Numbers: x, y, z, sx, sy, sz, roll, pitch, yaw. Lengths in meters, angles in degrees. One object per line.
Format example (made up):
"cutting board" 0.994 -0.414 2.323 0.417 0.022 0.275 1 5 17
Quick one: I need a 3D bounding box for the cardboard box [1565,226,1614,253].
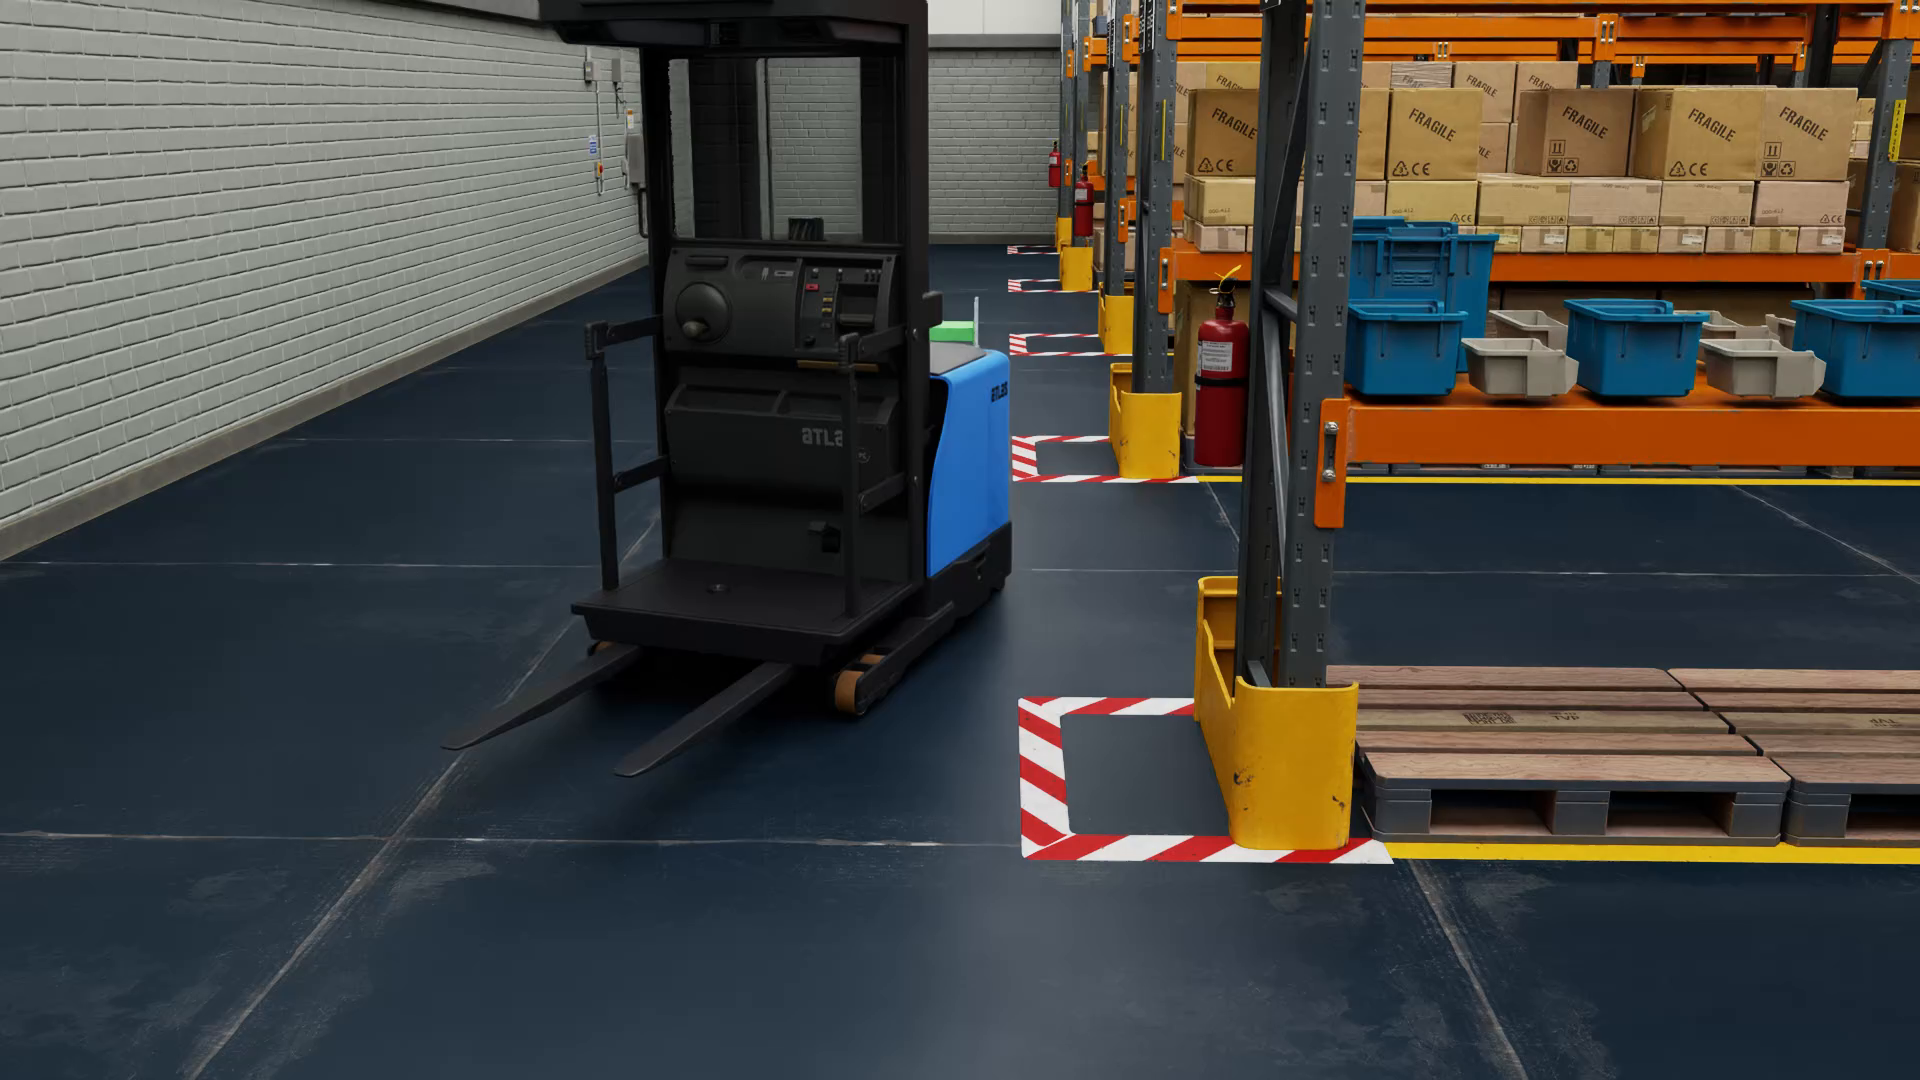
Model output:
"cardboard box" 3.547 -1.733 9.523 0.250 0.149 0.380 0 15 1

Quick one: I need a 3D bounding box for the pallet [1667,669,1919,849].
"pallet" 3.059 0.681 5.345 1.213 0.211 1.003 0 15 1

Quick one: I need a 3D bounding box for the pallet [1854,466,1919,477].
"pallet" 5.918 -0.594 10.178 1.213 0.211 1.003 0 15 1

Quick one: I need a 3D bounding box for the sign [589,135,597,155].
"sign" -4.301 -4.631 19.483 0.001 0.218 0.327 0 15 1

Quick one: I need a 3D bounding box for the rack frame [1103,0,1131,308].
"rack frame" 1.374 -3.218 14.659 0.127 3.000 1.000 0 15 1

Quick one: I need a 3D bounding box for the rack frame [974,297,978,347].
"rack frame" 0.078 -0.580 8.185 0.015 1.200 0.240 0 15 1

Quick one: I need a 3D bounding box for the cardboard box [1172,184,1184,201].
"cardboard box" 1.945 -3.020 14.400 0.250 0.149 0.380 1 15 3

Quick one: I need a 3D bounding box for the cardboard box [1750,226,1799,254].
"cardboard box" 4.574 -1.727 9.497 0.250 0.149 0.380 1 15 3

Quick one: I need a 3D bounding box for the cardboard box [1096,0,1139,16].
"cardboard box" 1.851 -6.131 19.092 0.500 0.250 0.500 -1 15 -4

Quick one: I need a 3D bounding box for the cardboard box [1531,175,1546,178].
"cardboard box" 3.667 -2.076 10.039 0.500 0.250 0.500 1 15 3

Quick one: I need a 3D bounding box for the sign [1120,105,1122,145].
"sign" 1.360 -3.499 14.024 0.005 0.325 0.100 0 15 1

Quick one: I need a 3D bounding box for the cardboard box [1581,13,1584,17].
"cardboard box" 7.292 -6.022 19.039 0.250 0.166 0.380 2 15 6

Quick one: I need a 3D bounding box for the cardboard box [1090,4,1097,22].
"cardboard box" 1.959 -7.444 23.525 0.500 0.250 0.500 0 15 1

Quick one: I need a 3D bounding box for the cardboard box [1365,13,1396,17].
"cardboard box" 3.373 -4.518 13.997 0.500 0.250 0.500 0 15 1

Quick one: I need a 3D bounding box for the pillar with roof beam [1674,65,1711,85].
"pillar with roof beam" 10.736 -7.719 19.959 0.400 9.000 9.100 0 15 1

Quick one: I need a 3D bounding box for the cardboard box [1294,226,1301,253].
"cardboard box" 2.005 -1.743 9.561 0.250 0.149 0.380 0 15 0

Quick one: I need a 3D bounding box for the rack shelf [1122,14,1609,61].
"rack shelf" 3.373 -4.308 14.319 4.000 0.370 1.077 0 15 1

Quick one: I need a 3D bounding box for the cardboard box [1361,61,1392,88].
"cardboard box" 3.349 -3.810 14.163 0.500 0.500 0.500 0 15 0

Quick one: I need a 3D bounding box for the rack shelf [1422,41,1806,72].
"rack shelf" 7.397 -5.545 19.007 4.000 0.370 1.077 0 15 1

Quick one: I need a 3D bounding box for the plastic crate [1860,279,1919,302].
"plastic crate" 3.079 -0.691 5.291 0.300 0.233 0.416 0 15 1

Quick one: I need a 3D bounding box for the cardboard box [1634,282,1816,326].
"cardboard box" 4.487 -1.129 10.080 0.875 0.875 0.875 0 15 1

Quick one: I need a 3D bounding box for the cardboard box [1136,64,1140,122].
"cardboard box" 1.837 -3.955 14.710 0.500 0.500 0.500 0 15 0

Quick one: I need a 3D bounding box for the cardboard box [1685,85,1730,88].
"cardboard box" 8.360 -4.899 18.873 0.500 0.500 0.500 1 15 2

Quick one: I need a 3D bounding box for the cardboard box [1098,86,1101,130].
"cardboard box" 1.887 -5.071 19.524 0.500 0.500 0.500 1 15 3

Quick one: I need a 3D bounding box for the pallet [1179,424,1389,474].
"pallet" 1.947 -0.621 10.279 1.213 0.211 1.003 0 15 1

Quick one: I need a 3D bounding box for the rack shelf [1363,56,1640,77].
"rack shelf" 7.520 -6.811 23.805 4.000 0.370 1.077 0 15 1

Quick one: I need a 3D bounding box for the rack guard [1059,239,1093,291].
"rack guard" 1.375 -3.273 19.766 0.348 0.500 1.175 0 15 1

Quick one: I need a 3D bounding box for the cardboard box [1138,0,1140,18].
"cardboard box" 1.835 -4.661 14.540 0.500 0.250 0.500 0 15 0

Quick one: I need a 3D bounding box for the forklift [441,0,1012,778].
"forklift" -0.753 -0.904 6.022 1.130 2.935 3.031 5 16 19

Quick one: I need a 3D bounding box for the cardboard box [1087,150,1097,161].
"cardboard box" 1.844 -5.554 24.003 0.250 0.149 0.380 0 15 1

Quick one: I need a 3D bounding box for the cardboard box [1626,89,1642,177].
"cardboard box" 4.180 -2.436 9.933 0.500 0.500 0.500 0 15 1

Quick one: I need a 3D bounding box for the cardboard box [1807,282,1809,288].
"cardboard box" 7.157 -2.111 14.540 0.500 0.500 0.500 1 15 2

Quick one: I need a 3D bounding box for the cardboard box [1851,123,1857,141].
"cardboard box" 7.317 -3.433 13.974 0.250 0.149 0.380 1 15 3

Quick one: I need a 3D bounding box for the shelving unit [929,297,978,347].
"shelving unit" -0.165 -0.581 8.191 0.503 1.200 0.258 0 15 1

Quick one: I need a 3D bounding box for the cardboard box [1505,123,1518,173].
"cardboard box" 4.882 -3.316 14.248 0.500 0.500 0.500 0 15 2

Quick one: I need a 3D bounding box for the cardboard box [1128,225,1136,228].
"cardboard box" 2.555 -4.531 24.400 0.250 0.149 0.380 0 15 -1

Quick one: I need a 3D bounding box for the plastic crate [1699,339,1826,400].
"plastic crate" 2.255 -0.479 4.677 0.298 0.136 0.250 0 15 1

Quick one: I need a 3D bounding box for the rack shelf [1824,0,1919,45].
"rack shelf" 7.144 -3.018 9.428 4.000 0.370 1.077 0 15 1

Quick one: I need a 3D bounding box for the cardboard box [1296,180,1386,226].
"cardboard box" 2.139 -1.952 9.569 0.500 0.250 0.500 0 15 1

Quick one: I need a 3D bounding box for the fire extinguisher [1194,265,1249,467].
"fire extinguisher" 0.880 -0.590 5.580 0.183 0.674 0.296 0 15 1

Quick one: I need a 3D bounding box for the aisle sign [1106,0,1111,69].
"aisle sign" 1.308 -4.552 14.619 0.004 0.787 0.394 0 15 1

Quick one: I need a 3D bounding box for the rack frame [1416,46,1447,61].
"rack frame" 5.398 -4.455 19.347 0.127 3.000 1.000 0 15 1

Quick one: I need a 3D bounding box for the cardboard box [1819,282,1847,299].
"cardboard box" 5.785 -1.105 9.989 0.875 0.875 1.225 0 15 2

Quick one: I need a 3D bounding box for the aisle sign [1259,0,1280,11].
"aisle sign" 0.955 -2.023 5.033 0.004 0.787 0.394 0 15 1

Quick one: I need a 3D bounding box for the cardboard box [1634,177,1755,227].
"cardboard box" 4.179 -1.938 9.517 0.500 0.250 0.500 1 15 3

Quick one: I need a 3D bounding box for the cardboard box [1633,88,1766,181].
"cardboard box" 4.178 -2.301 9.423 0.500 0.500 0.500 1 15 2

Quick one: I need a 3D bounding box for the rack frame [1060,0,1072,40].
"rack frame" 1.522 -8.648 23.479 0.127 3.000 1.000 0 15 1
